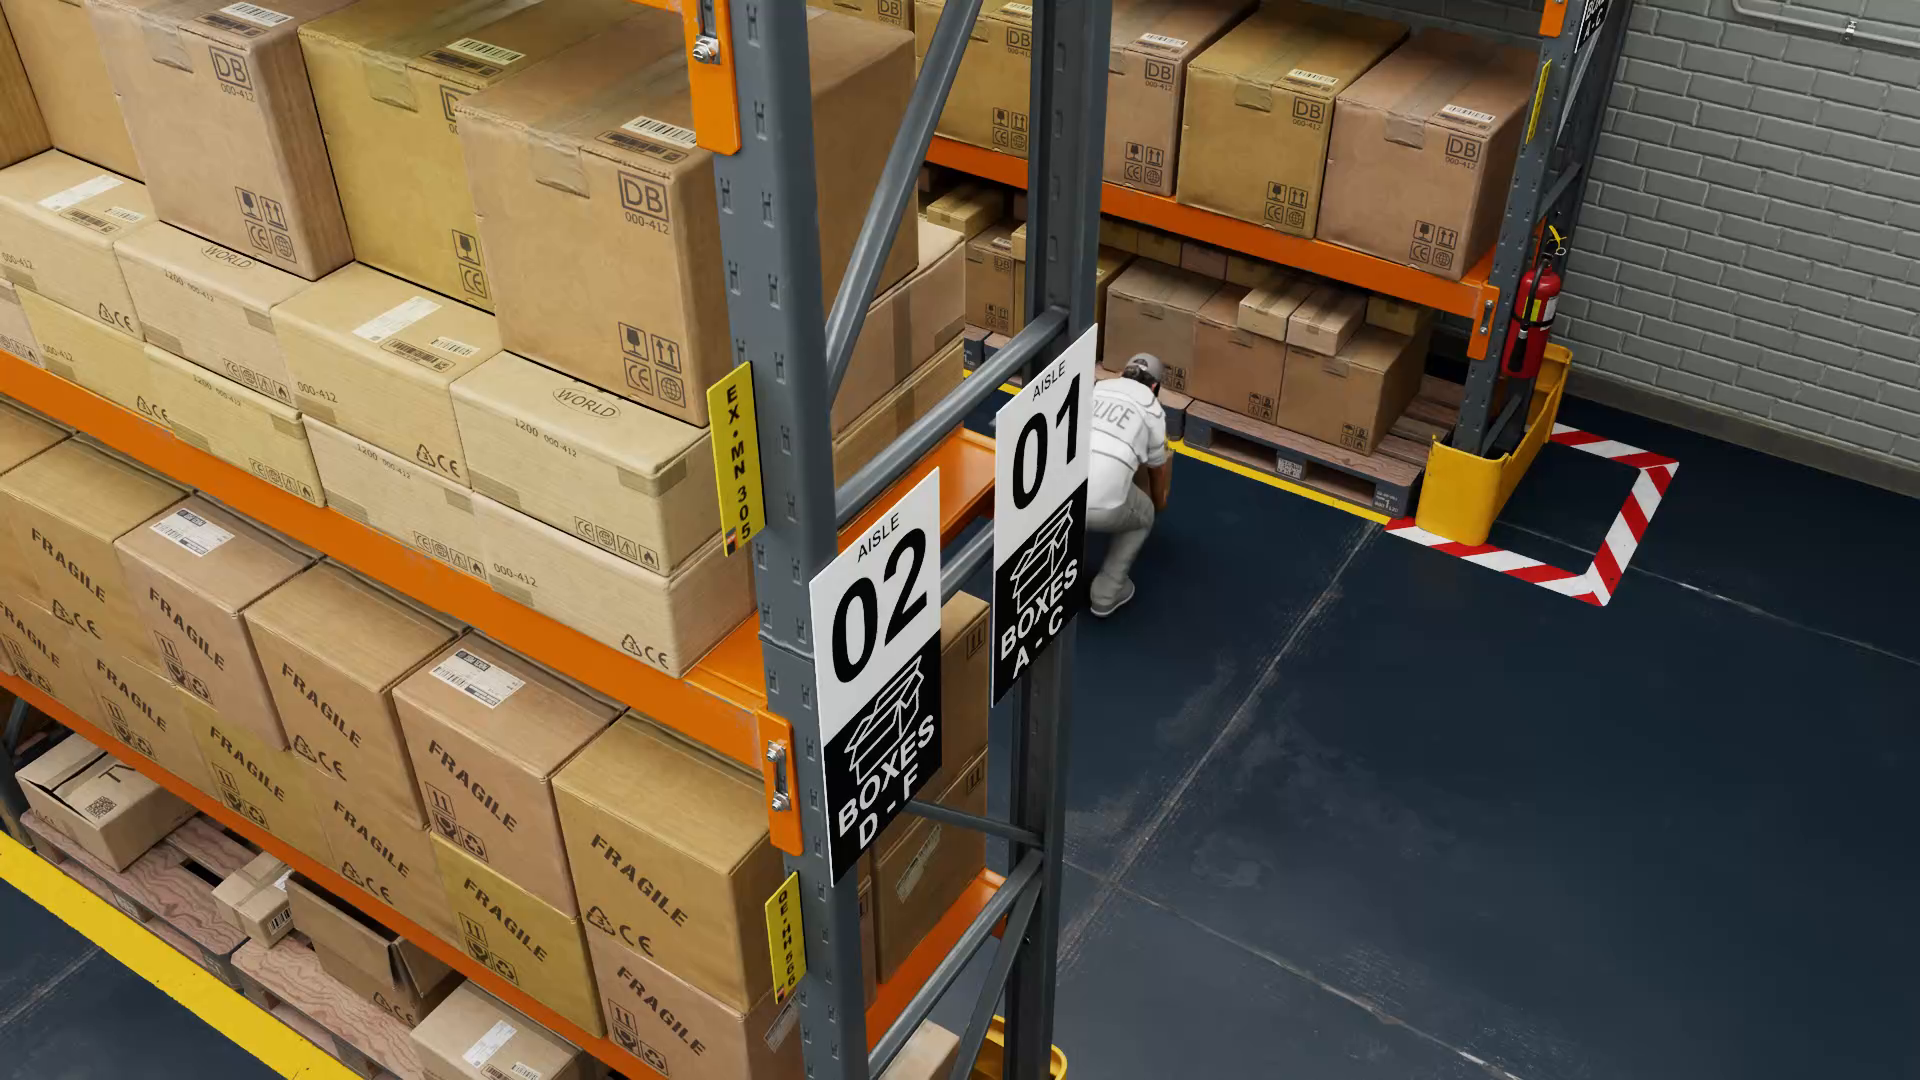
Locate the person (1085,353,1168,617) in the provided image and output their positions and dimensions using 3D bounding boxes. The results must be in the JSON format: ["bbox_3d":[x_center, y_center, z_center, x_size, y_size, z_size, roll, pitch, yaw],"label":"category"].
[{"bbox_3d":[0.646,-0.219,7.462,0.504,1.031,0.938,20,43,23],"label":"person"}]
